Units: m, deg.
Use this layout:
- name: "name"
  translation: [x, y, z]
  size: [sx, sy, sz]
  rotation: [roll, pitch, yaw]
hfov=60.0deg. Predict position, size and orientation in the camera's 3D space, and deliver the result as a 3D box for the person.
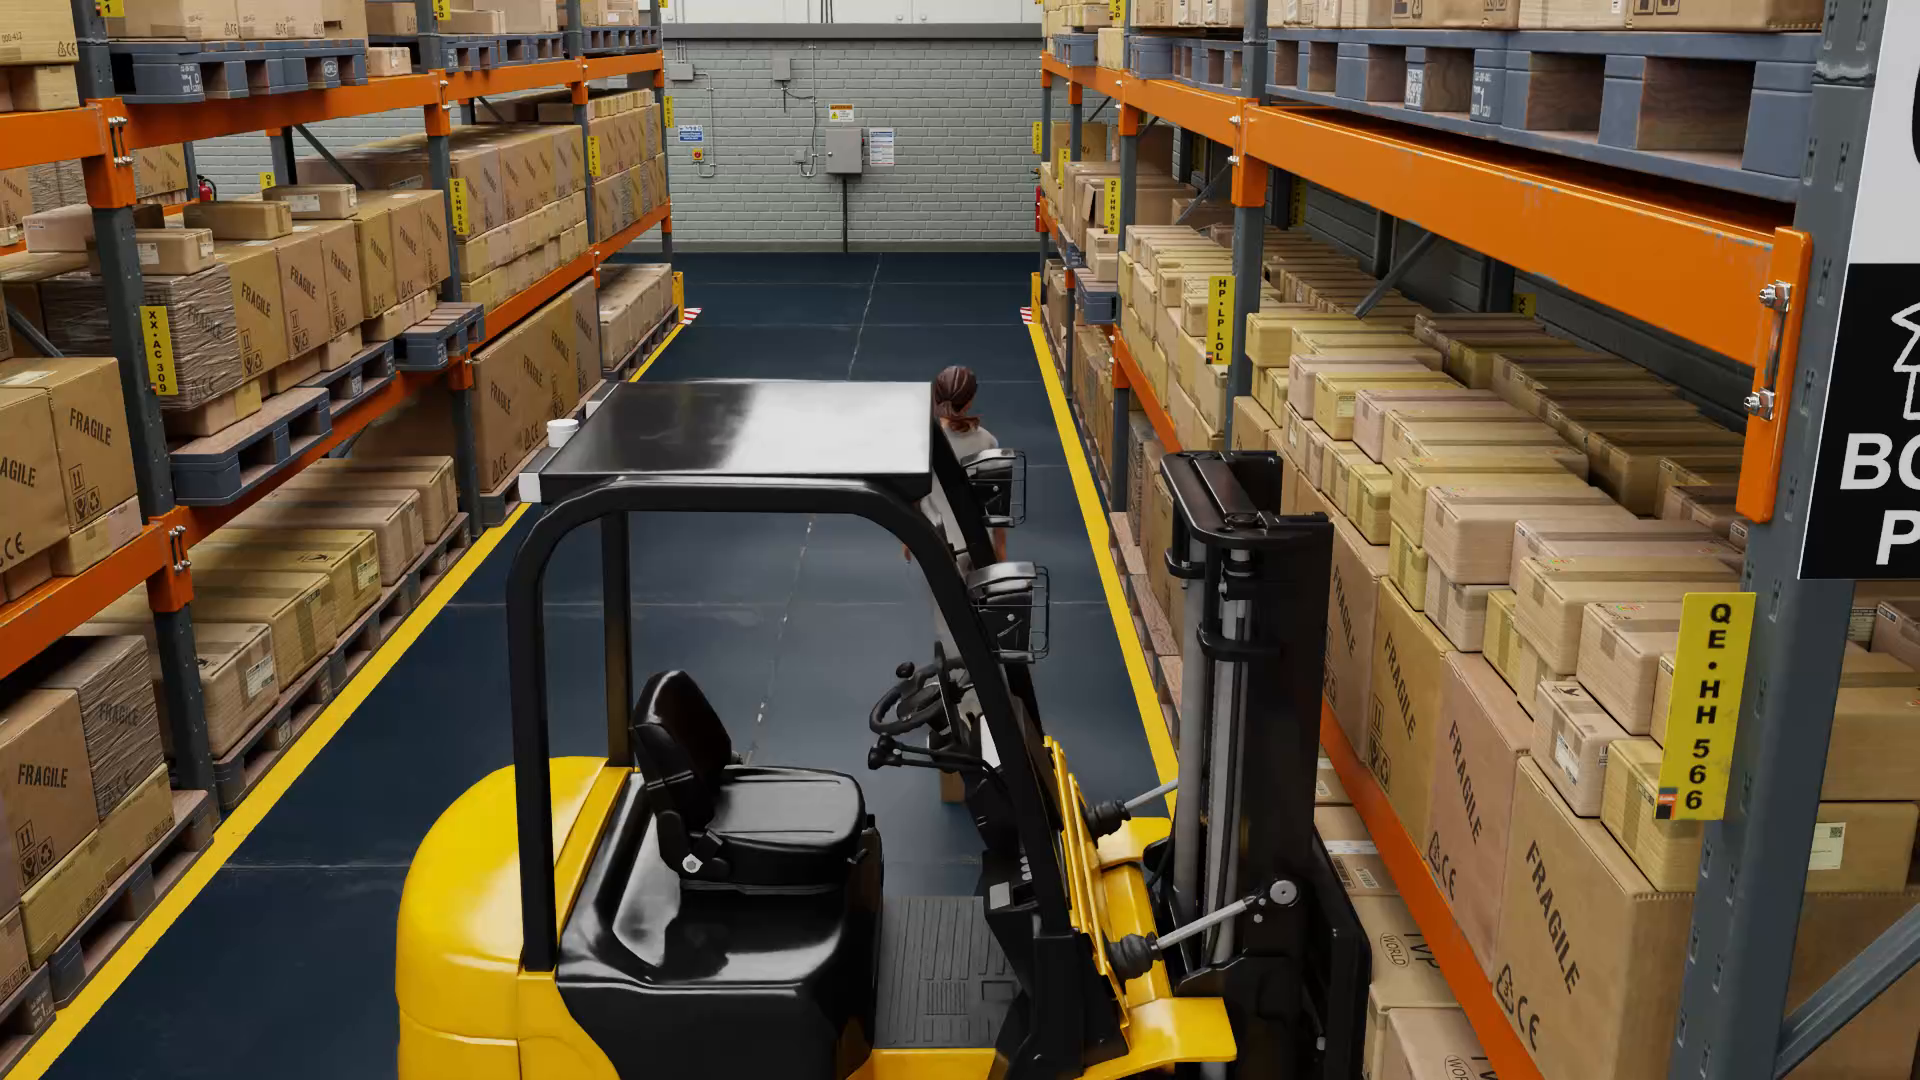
- name: "person"
  translation: [-0.020, 0.060, 7.342]
  size: [0.484, 1.660, 0.701]
  rotation: [-11, 20, -31]
